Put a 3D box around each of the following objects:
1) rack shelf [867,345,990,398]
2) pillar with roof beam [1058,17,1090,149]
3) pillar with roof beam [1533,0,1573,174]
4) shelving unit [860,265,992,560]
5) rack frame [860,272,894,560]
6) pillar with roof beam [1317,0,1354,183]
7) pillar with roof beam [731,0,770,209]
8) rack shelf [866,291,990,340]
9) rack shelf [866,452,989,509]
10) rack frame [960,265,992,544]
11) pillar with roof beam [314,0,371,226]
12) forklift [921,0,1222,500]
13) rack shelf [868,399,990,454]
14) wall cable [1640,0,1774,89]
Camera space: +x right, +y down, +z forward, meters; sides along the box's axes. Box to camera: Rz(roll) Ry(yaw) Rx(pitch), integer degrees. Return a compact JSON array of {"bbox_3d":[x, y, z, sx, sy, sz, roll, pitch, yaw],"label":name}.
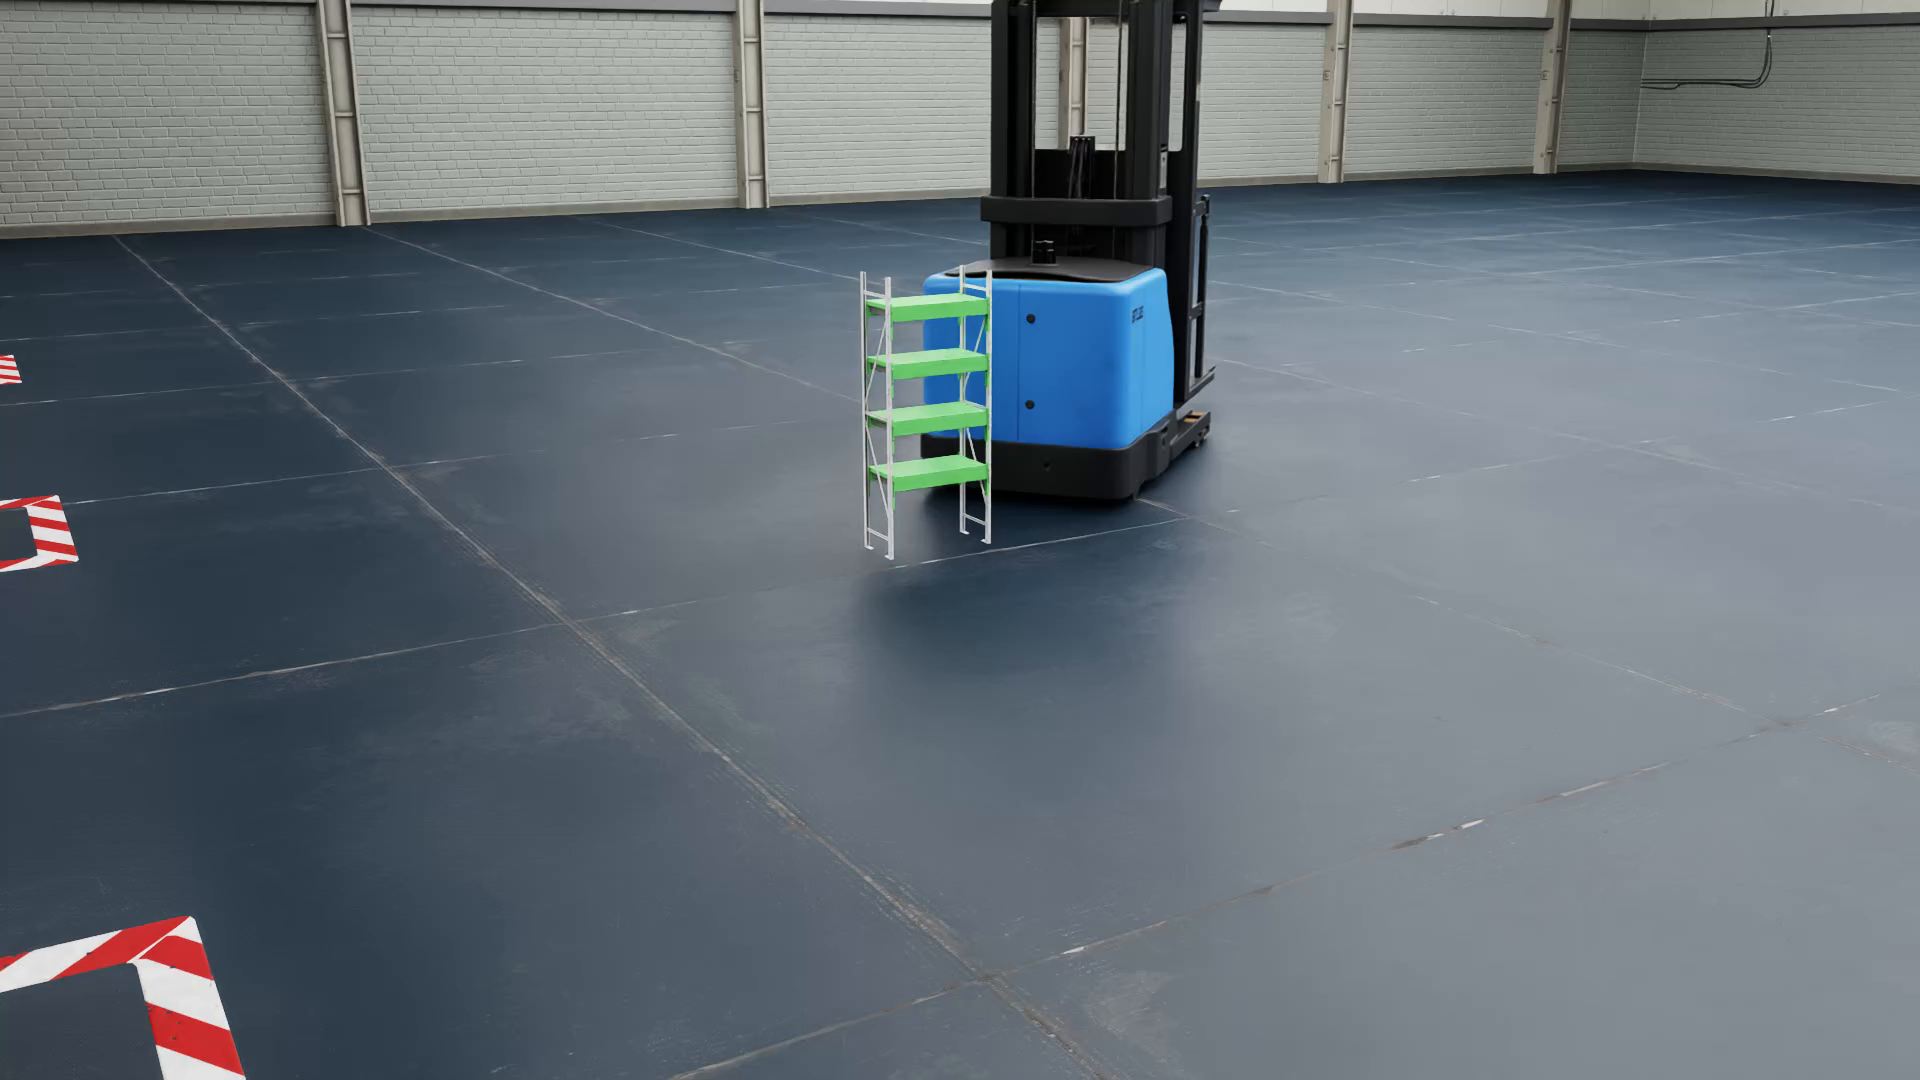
[{"bbox_3d":[-0.142,-0.724,7.118,0.480,0.148,0.258,-9,18,-30],"label":"rack shelf"},{"bbox_3d":[4.155,-9.346,24.080,0.400,9.000,9.100,-9,18,-30],"label":"pillar with roof beam"},{"bbox_3d":[14.441,-11.014,30.030,0.400,9.000,9.100,-9,18,-30],"label":"pillar with roof beam"},{"bbox_3d":[-0.142,-0.555,7.166,0.503,1.200,0.258,-9,18,-30],"label":"shelving unit"},{"bbox_3d":[-0.351,-0.521,7.045,0.015,1.200,0.240,-9,18,-30],"label":"rack frame"},{"bbox_3d":[9.298,-10.180,27.055,0.400,9.000,9.100,-9,18,-30],"label":"pillar with roof beam"},{"bbox_3d":[-0.988,-8.512,21.104,0.400,9.000,9.100,-9,18,-30],"label":"pillar with roof beam"},{"bbox_3d":[-0.142,-0.955,7.053,0.480,0.148,0.258,-9,18,-30],"label":"rack shelf"},{"bbox_3d":[-0.142,-0.262,7.248,0.480,0.148,0.258,-9,18,-30],"label":"rack shelf"},{"bbox_3d":[0.067,-0.589,7.287,0.015,1.200,0.240,-9,18,-30],"label":"rack frame"},{"bbox_3d":[-6.131,-7.678,18.129,0.400,9.000,9.100,-9,18,-30],"label":"pillar with roof beam"},{"bbox_3d":[0.785,-1.956,8.956,1.130,2.935,3.031,6,17,19],"label":"forklift"},{"bbox_3d":[-0.142,-0.493,7.183,0.480,0.148,0.258,-9,18,-30],"label":"rack shelf"},{"bbox_3d":[15.431,-10.619,34.372,0.112,2.526,3.097,-9,18,-30],"label":"wall cable"}]
